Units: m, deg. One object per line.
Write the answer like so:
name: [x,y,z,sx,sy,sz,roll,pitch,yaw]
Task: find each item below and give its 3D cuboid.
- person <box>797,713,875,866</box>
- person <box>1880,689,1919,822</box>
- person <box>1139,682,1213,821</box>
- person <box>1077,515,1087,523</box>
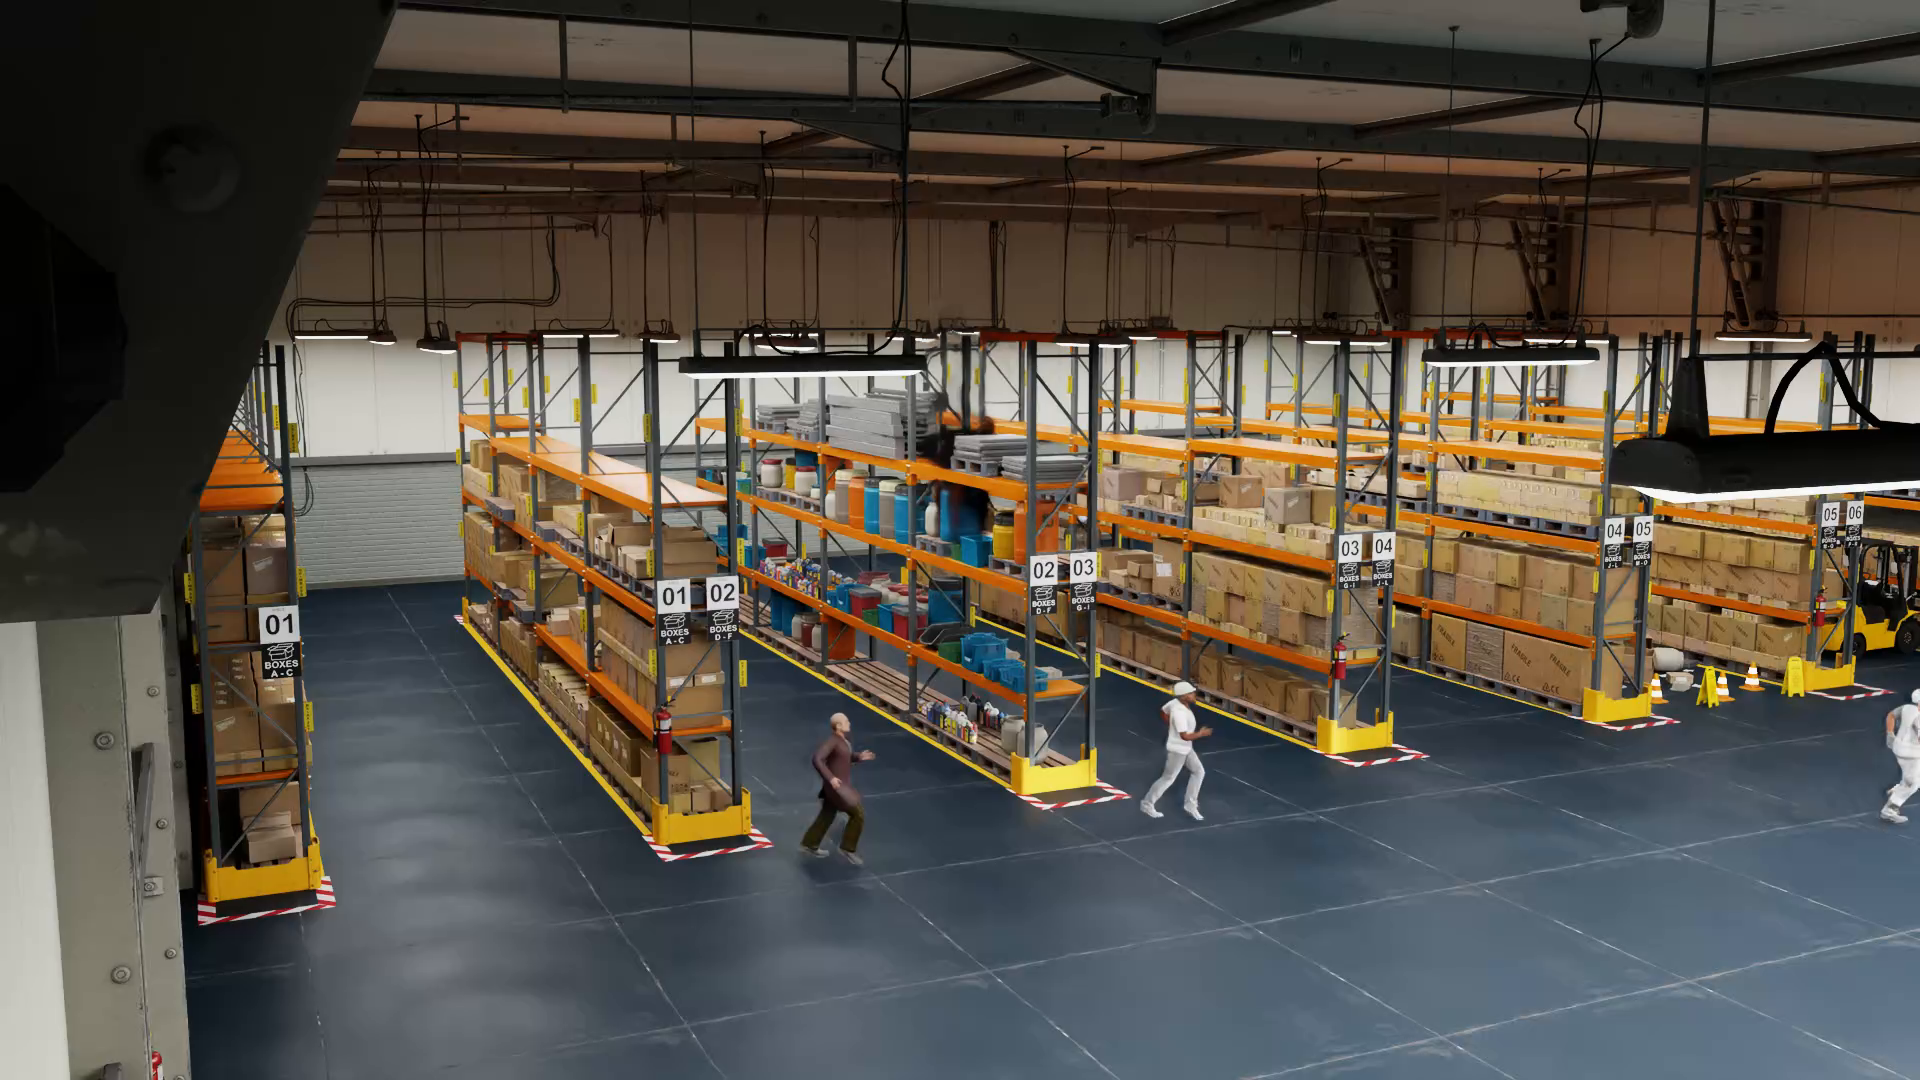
person: [-1.431,2.890,19.165,0.916,1.825,0.729,0,8,-3]
person: [11.914,2.684,20.722,0.657,1.728,0.707,2,8,15]
person: [2.725,2.657,20.881,0.899,1.809,0.713,1,8,11]
person: [2.942,-0.078,41.659,0.896,1.591,0.638,-2,8,-11]
